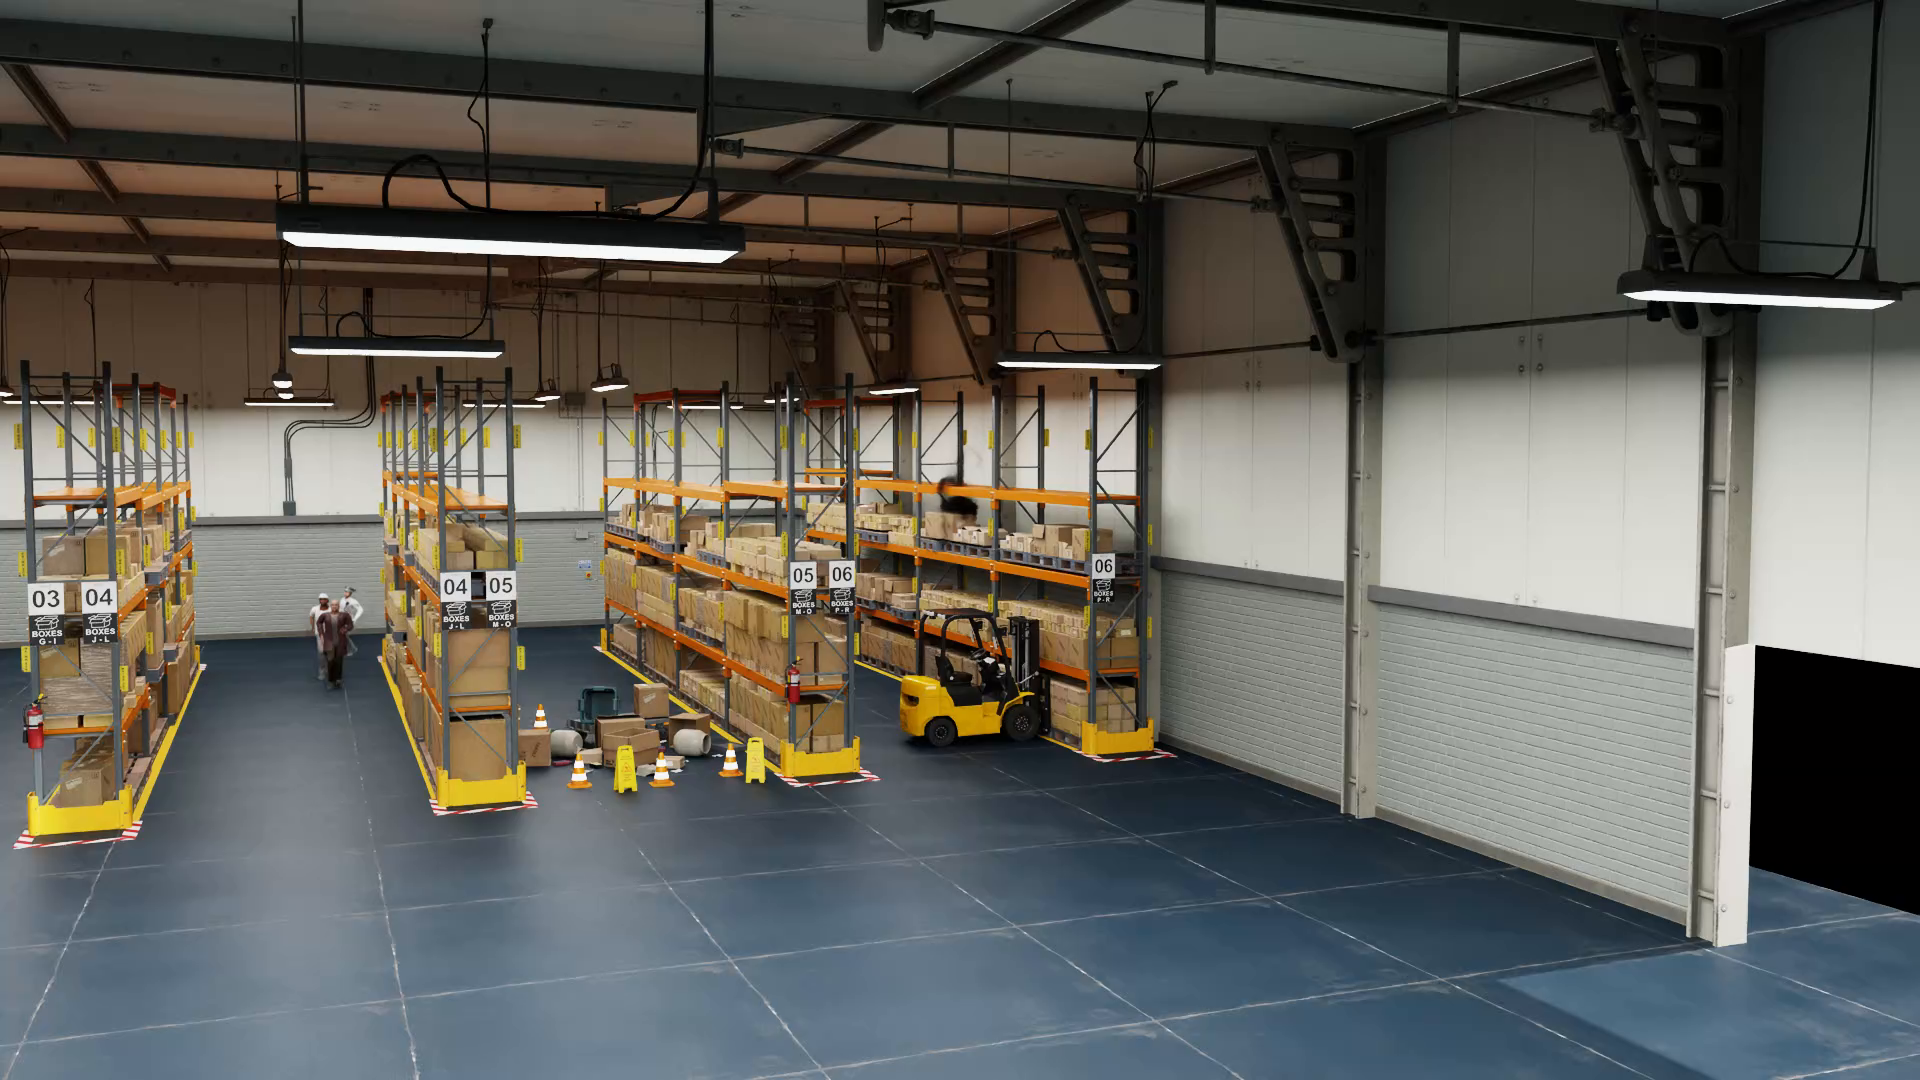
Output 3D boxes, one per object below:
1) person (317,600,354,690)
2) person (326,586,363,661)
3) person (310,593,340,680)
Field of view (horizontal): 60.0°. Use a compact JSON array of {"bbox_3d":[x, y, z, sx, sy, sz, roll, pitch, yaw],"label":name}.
[{"bbox_3d":[-12.583,2.116,33.523,0.691,1.840,0.832,-1,4,-23],"label":"person"},{"bbox_3d":[-13.954,1.880,37.771,0.675,1.680,0.857,2,4,32],"label":"person"},{"bbox_3d":[-13.338,2.019,35.032,0.683,1.825,0.786,-1,4,-17],"label":"person"}]
